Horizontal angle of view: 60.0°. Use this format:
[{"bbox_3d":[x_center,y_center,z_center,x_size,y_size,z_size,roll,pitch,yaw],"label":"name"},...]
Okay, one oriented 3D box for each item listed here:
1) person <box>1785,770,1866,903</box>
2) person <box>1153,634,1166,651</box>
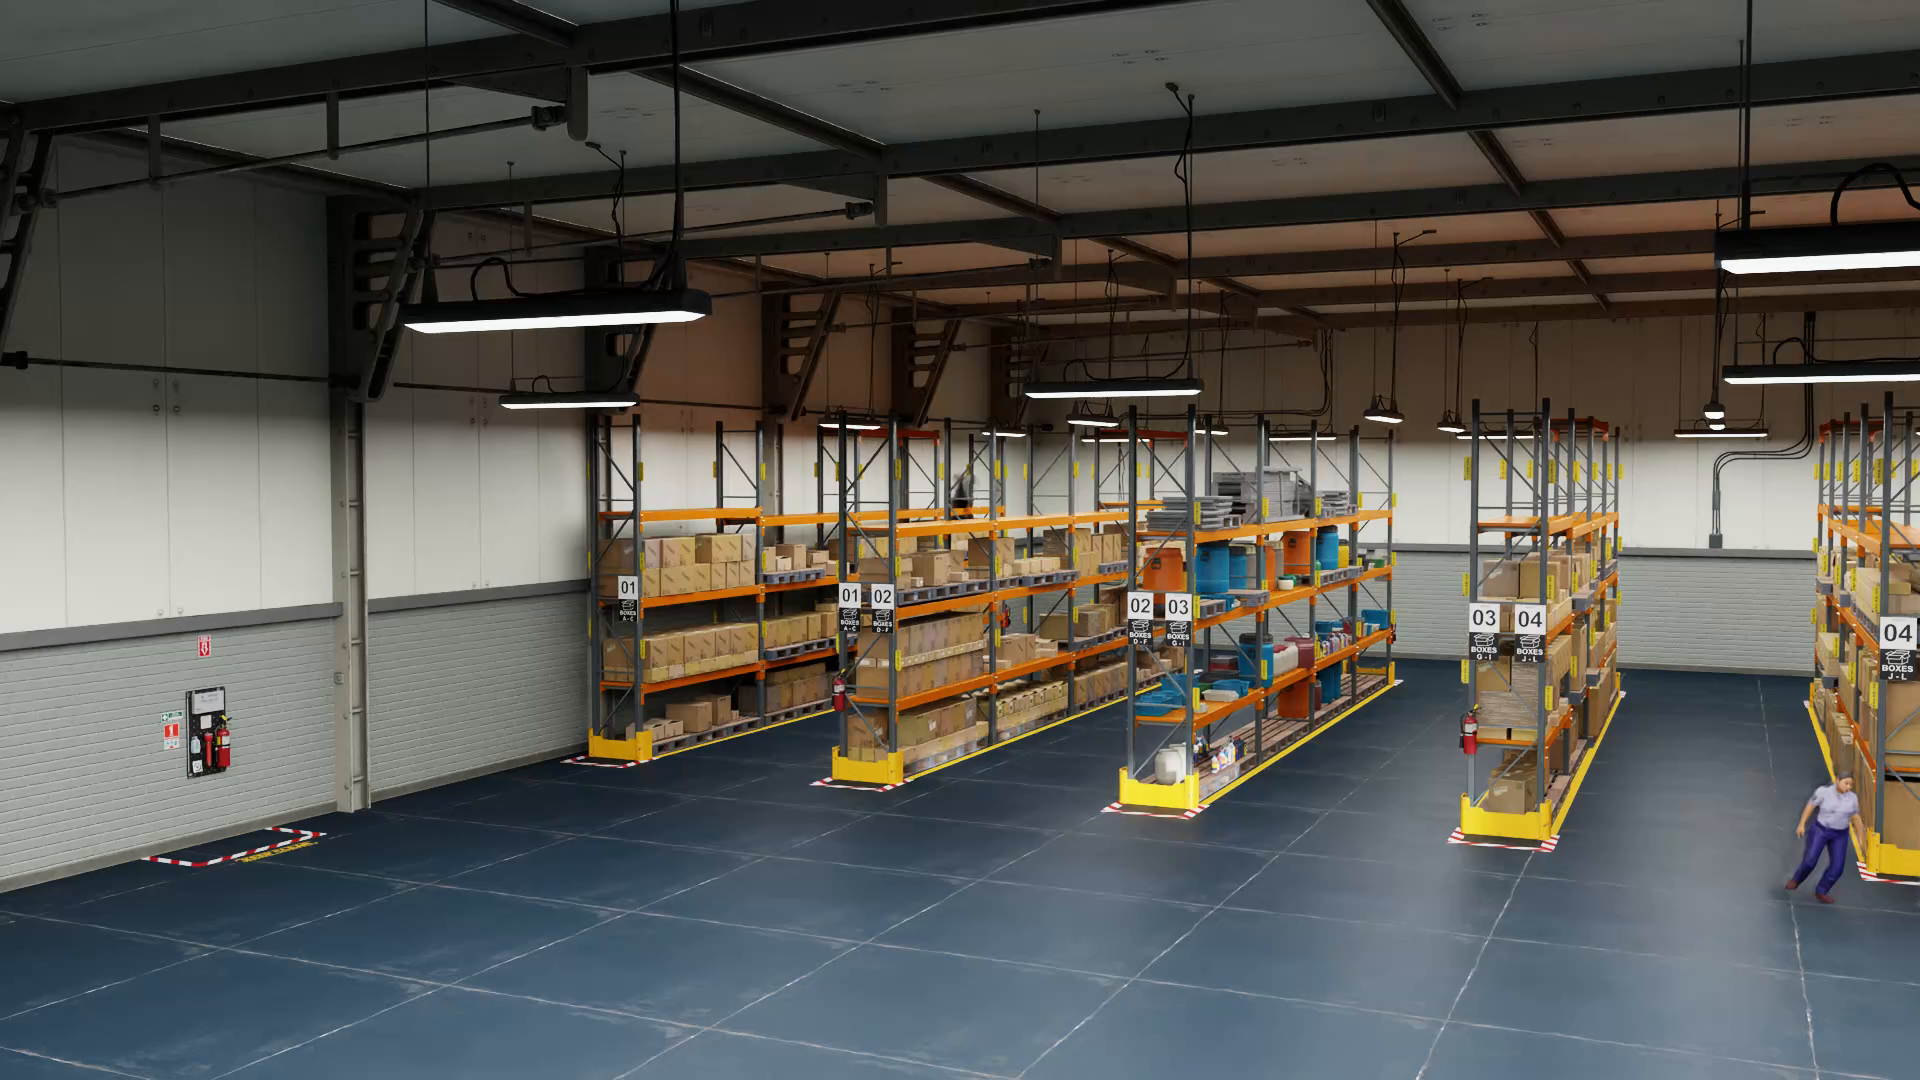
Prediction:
[{"bbox_3d":[10.059,3.418,19.323,0.756,1.568,0.612,0,2,7],"label":"person"},{"bbox_3d":[5.256,2.460,42.682,0.999,1.503,0.488,1,2,18],"label":"person"}]
